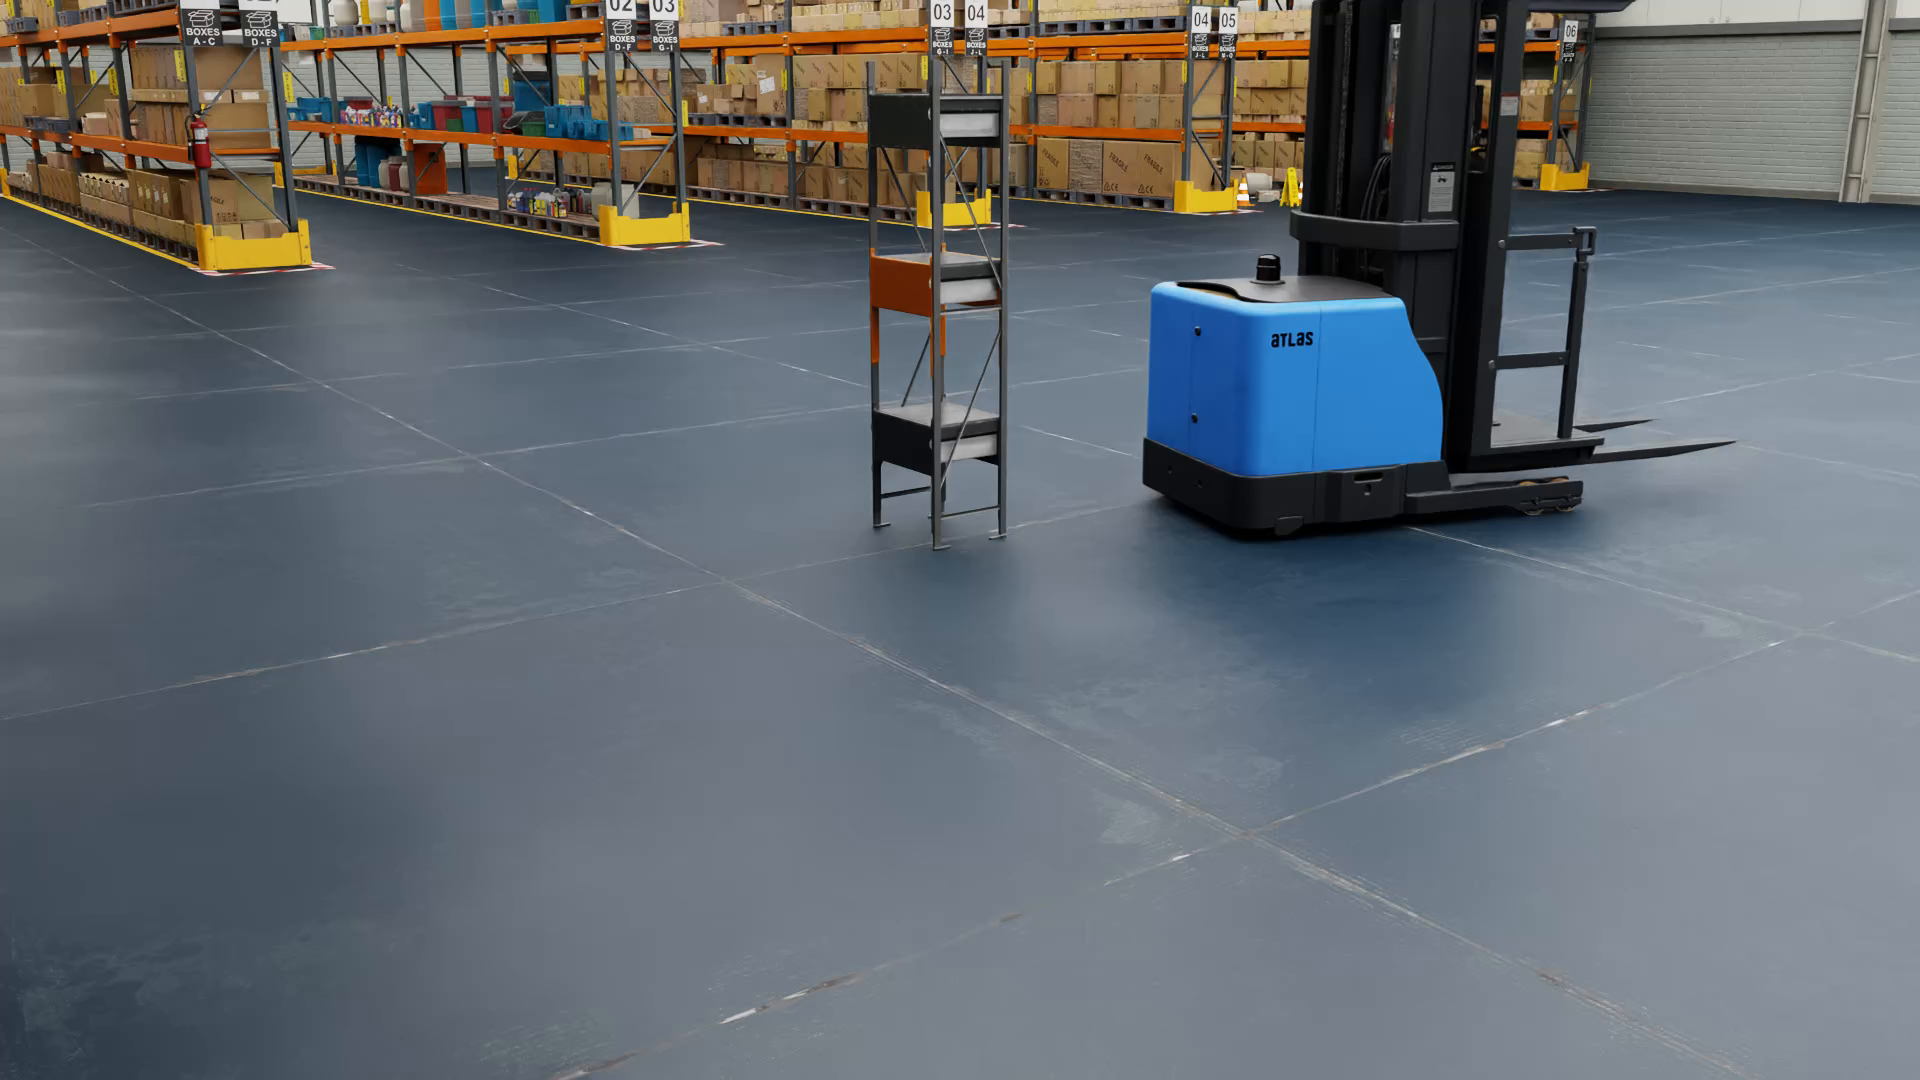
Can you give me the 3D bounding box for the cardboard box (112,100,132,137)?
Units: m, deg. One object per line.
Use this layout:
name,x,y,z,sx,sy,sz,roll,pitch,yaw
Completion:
cardboard box,-11.453,-5.871,23.155,0.500,0.500,0.500,-11,19,-34

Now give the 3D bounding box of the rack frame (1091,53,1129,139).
rack frame,3.269,-9.366,36.114,1.000,3.000,0.127,-11,19,-35

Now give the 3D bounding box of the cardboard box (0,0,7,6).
cardboard box,-16.326,-9.538,28.977,0.700,0.500,0.500,-11,19,-35

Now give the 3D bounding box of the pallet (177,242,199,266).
pallet,-8.542,-3.394,19.578,1.003,0.211,1.213,-11,19,-35

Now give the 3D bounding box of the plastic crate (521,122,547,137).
plastic crate,-5.832,-5.769,23.373,0.450,0.188,0.662,-11,19,-35

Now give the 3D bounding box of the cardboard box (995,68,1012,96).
cardboard box,1.075,-8.467,30.746,0.700,0.500,0.500,-11,19,-35

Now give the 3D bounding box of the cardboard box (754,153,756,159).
cardboard box,-4.652,-8.884,38.395,0.380,0.149,0.250,-12,19,-37

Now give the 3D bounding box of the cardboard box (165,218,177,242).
cardboard box,-9.212,-3.739,19.968,0.500,0.250,0.500,-11,19,-35

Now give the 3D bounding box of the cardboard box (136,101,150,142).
cardboard box,-10.145,-5.391,21.402,0.700,0.500,0.500,-11,19,-36

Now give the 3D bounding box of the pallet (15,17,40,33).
pallet,-14.175,-8.130,26.272,1.213,0.211,1.003,-11,19,-35

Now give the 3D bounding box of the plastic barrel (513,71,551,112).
plastic barrel,-6.384,-6.576,24.971,0.600,0.901,0.708,-11,19,-35

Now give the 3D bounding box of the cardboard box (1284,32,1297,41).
cardboard box,6.293,-9.444,31.192,0.380,0.149,0.250,-11,19,-36

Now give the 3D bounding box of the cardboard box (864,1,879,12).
cardboard box,-1.218,-7.976,24.882,0.380,0.149,0.250,-12,19,-37

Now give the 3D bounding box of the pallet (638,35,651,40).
pallet,-5.169,-9.313,30.595,1.213,0.211,1.003,-10,18,-32

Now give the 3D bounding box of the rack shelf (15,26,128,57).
rack shelf,-13.938,-7.818,26.138,1.077,0.370,4.000,-11,19,-35

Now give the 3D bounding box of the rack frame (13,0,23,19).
rack frame,-15.114,-10.039,27.207,1.000,3.000,0.127,-11,19,-35

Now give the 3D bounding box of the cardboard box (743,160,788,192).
cardboard box,-3.333,-6.339,28.955,0.700,0.500,0.500,-13,20,-39

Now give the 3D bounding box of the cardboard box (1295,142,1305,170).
cardboard box,6.690,-7.246,31.361,0.500,0.500,0.500,-11,19,-36

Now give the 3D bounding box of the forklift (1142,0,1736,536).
forklift,2.486,-1.654,8.066,3.031,2.935,1.130,-6,16,-20

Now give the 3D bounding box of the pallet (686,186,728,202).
pallet,-4.289,-6.316,30.251,1.003,0.211,1.213,-11,19,-35

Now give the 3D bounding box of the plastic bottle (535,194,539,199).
plastic bottle,-6.035,-4.798,23.760,0.097,0.271,0.097,0,15,0

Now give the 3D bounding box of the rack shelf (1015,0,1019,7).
rack shelf,2.093,-12.147,37.030,1.077,0.370,4.000,-11,19,-35

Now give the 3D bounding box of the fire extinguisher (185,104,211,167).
fire extinguisher,-8.365,-4.448,18.292,0.296,0.674,0.183,-11,19,-35

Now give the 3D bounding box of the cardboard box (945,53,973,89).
cardboard box,-0.146,-6.953,24.651,0.500,0.500,0.500,-11,19,-35

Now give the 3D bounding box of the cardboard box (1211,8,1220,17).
cardboard box,4.086,-8.567,27.004,0.380,0.149,0.250,-11,19,-34

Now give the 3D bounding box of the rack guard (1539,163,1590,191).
rack guard,12.000,-7.218,33.001,1.175,0.500,0.348,-11,19,-35

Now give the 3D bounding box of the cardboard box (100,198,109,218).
cardboard box,-11.784,-4.683,23.417,0.500,0.250,0.500,-10,18,-33

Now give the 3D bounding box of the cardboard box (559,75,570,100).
cardboard box,-7.877,-9.279,34.096,0.500,0.500,0.500,-11,19,-34

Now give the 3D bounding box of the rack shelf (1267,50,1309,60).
rack shelf,8.458,-10.810,37.070,1.077,0.370,4.000,-11,19,-35

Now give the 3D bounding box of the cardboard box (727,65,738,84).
cardboard box,-5.029,-10.714,38.394,0.500,0.500,0.500,-10,18,-33

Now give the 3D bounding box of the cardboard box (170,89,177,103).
cardboard box,-9.044,-5.216,19.533,0.380,0.149,0.250,-10,18,-33

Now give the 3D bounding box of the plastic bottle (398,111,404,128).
plastic bottle,-9.337,-7.023,27.774,0.061,0.283,0.133,-11,19,-35

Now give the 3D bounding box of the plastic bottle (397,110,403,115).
plastic bottle,-9.975,-7.530,29.649,0.097,0.271,0.097,0,15,0

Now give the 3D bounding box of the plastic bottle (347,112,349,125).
plastic bottle,-11.017,-7.635,30.035,0.097,0.271,0.097,0,15,0

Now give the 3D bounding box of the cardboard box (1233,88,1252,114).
cardboard box,5.654,-8.566,32.439,0.500,0.500,0.500,-11,19,-35

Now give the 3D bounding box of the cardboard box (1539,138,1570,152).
cardboard box,11.856,-7.919,33.348,0.500,0.250,0.500,-11,19,-35

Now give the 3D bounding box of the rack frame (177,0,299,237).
rack frame,-8.059,-4.583,18.637,1.000,3.000,0.127,-11,19,-35

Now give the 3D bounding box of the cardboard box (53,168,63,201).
cardboard box,-14.120,-5.682,26.557,0.500,0.500,0.500,-12,19,-37

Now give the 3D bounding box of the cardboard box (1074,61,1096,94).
cardboard box,2.489,-7.995,28.775,0.875,0.550,0.550,-11,19,-35

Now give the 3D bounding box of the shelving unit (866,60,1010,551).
shelving unit,-0.097,-1.048,7.428,0.431,2.100,0.503,-11,19,-35

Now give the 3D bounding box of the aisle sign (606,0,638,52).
aisle sign,-4.248,-6.543,20.875,0.394,0.787,0.004,-11,19,-35

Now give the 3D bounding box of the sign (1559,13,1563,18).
sign,11.538,-10.183,31.891,0.100,0.325,0.005,-11,19,-35

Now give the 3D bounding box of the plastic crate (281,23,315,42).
plastic crate,-12.781,-9.815,32.191,0.504,0.338,0.767,-11,19,-35

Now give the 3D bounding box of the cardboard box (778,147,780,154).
cardboard box,-3.871,-8.748,37.334,0.380,0.149,0.250,-10,18,-33

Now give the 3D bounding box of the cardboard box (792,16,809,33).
cardboard box,-2.338,-8.212,26.500,0.500,0.250,0.500,-12,19,-37

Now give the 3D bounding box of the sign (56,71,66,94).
sign,-13.196,-6.725,24.421,0.100,0.325,0.005,-11,19,-35

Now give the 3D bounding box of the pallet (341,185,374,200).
pallet,-10.686,-6.397,30.548,1.003,0.211,1.213,-11,19,-35

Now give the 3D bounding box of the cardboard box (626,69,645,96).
cardboard box,-5.945,-8.800,31.957,0.797,0.503,0.637,-10,18,-33

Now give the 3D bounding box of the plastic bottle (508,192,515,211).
plastic bottle,-6.569,-4.965,24.369,0.097,0.271,0.097,0,15,0

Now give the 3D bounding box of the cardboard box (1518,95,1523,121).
cardboard box,11.186,-8.654,33.322,0.500,0.500,0.500,-10,18,-33

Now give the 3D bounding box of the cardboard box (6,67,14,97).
cardboard box,-16.221,-7.960,28.893,0.500,0.500,0.500,-11,19,-34

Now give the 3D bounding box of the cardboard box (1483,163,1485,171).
cardboard box,10.882,-7.572,33.974,0.500,0.250,0.500,-11,19,-34

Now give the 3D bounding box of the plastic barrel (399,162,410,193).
plastic barrel,-9.459,-6.270,28.720,0.421,0.512,0.421,0,15,0

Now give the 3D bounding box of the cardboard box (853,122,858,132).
cardboard box,-1.436,-6.395,25.736,0.380,0.149,0.250,-11,19,-35
